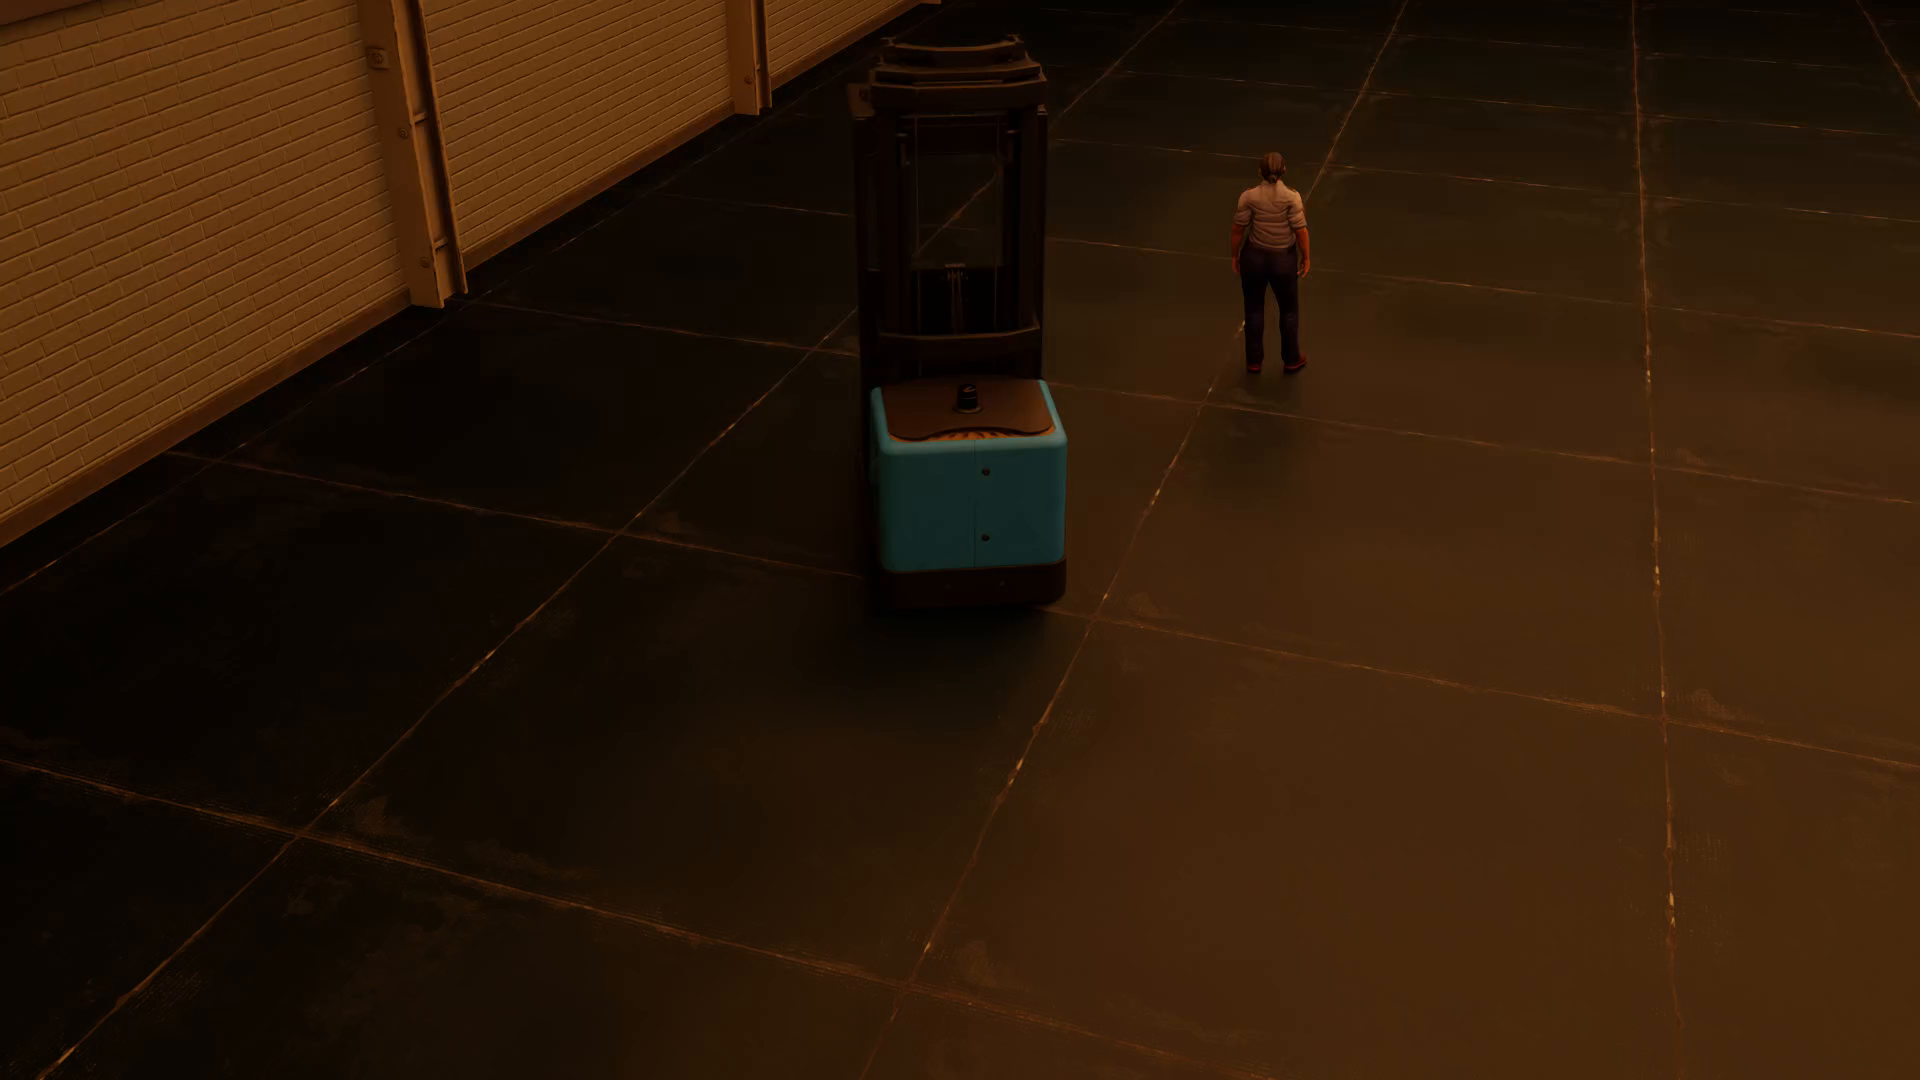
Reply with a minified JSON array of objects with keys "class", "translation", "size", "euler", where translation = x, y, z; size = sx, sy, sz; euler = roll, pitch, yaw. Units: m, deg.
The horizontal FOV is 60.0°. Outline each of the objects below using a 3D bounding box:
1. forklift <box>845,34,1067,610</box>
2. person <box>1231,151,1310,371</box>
[{"class":"forklift","translation":[-0.085,-1.590,9.926],"size":[1.130,2.935,3.031],"euler":[-3,30,-6]},{"class":"person","translation":[2.250,-2.007,11.947],"size":[0.596,1.642,0.502],"euler":[10,31,17]}]
